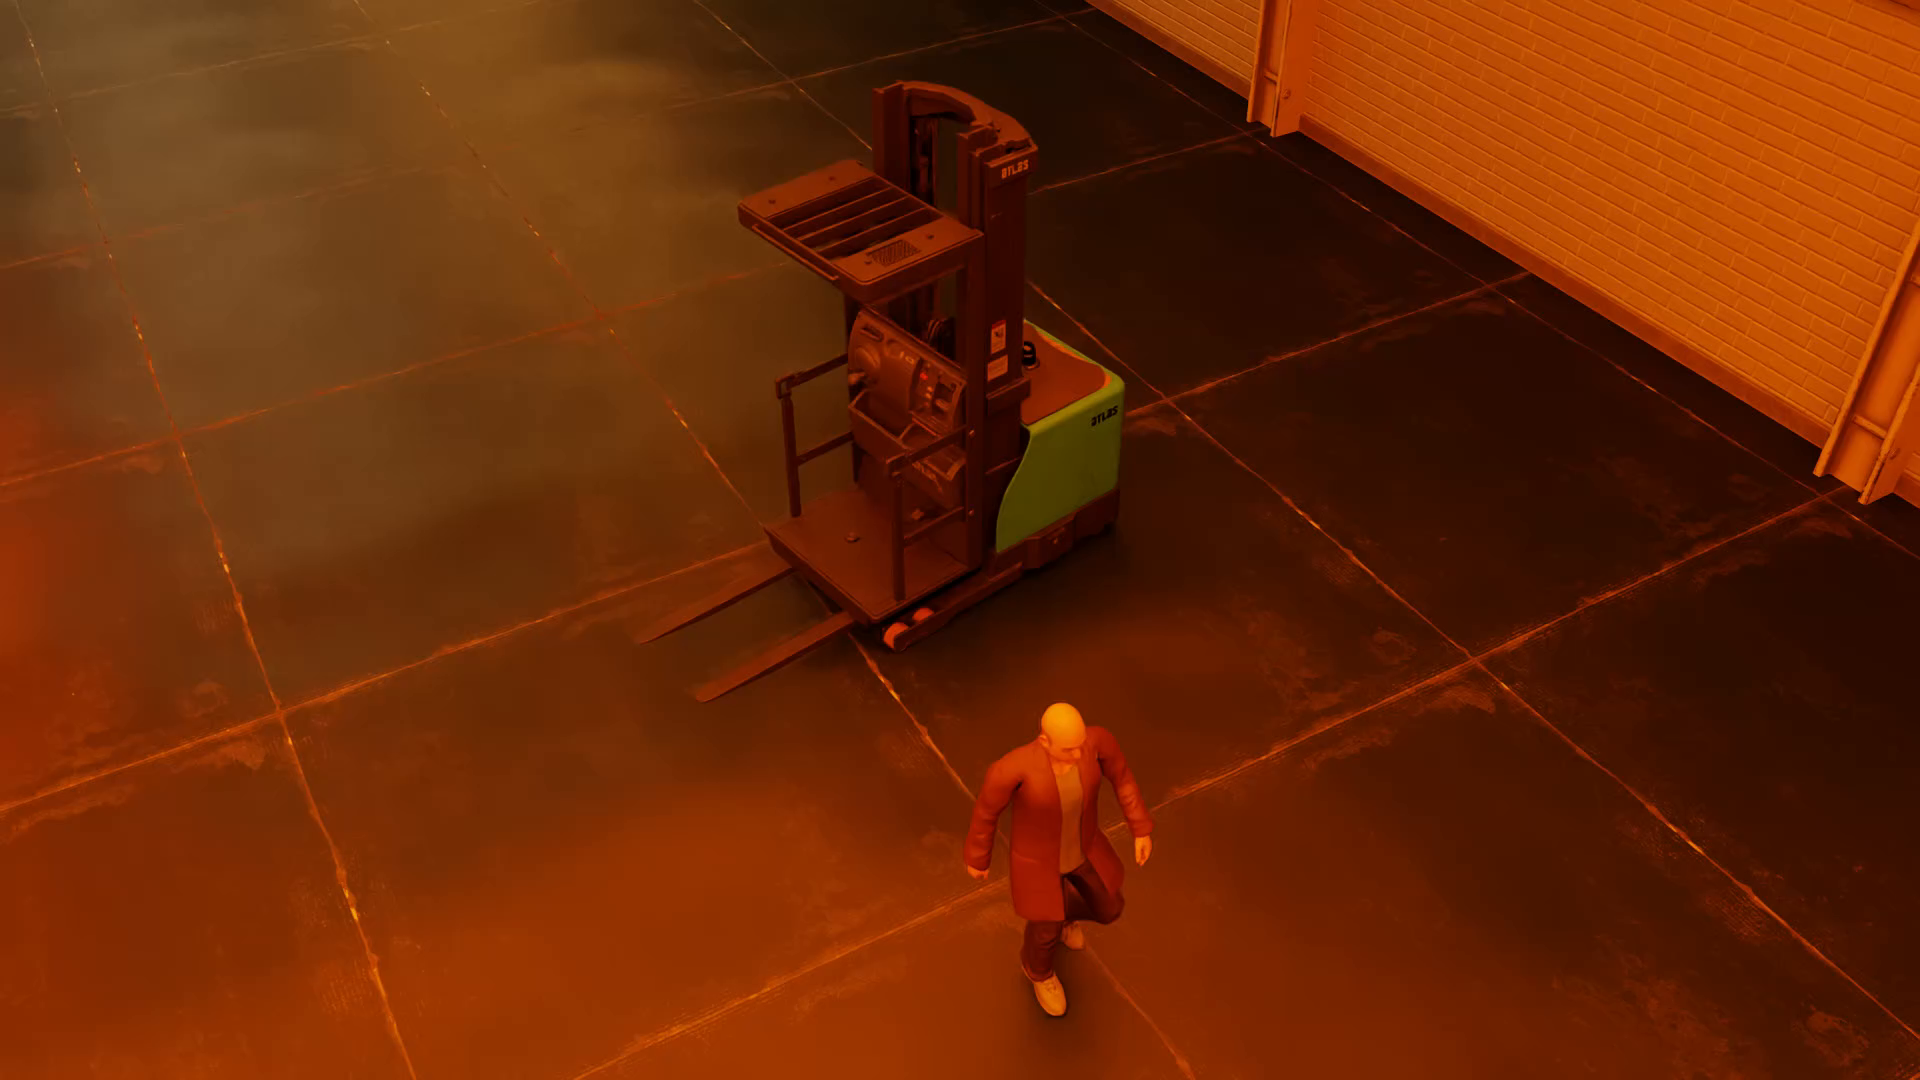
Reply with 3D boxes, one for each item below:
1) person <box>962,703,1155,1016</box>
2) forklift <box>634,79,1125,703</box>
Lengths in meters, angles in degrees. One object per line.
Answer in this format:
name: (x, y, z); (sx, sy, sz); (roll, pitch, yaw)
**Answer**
person: (0.422, 1.350, 7.330); (0.802, 1.759, 0.550); (-20, 44, -22)
forklift: (-0.460, -0.869, 9.084); (3.031, 2.935, 1.130); (-29, 47, -30)
